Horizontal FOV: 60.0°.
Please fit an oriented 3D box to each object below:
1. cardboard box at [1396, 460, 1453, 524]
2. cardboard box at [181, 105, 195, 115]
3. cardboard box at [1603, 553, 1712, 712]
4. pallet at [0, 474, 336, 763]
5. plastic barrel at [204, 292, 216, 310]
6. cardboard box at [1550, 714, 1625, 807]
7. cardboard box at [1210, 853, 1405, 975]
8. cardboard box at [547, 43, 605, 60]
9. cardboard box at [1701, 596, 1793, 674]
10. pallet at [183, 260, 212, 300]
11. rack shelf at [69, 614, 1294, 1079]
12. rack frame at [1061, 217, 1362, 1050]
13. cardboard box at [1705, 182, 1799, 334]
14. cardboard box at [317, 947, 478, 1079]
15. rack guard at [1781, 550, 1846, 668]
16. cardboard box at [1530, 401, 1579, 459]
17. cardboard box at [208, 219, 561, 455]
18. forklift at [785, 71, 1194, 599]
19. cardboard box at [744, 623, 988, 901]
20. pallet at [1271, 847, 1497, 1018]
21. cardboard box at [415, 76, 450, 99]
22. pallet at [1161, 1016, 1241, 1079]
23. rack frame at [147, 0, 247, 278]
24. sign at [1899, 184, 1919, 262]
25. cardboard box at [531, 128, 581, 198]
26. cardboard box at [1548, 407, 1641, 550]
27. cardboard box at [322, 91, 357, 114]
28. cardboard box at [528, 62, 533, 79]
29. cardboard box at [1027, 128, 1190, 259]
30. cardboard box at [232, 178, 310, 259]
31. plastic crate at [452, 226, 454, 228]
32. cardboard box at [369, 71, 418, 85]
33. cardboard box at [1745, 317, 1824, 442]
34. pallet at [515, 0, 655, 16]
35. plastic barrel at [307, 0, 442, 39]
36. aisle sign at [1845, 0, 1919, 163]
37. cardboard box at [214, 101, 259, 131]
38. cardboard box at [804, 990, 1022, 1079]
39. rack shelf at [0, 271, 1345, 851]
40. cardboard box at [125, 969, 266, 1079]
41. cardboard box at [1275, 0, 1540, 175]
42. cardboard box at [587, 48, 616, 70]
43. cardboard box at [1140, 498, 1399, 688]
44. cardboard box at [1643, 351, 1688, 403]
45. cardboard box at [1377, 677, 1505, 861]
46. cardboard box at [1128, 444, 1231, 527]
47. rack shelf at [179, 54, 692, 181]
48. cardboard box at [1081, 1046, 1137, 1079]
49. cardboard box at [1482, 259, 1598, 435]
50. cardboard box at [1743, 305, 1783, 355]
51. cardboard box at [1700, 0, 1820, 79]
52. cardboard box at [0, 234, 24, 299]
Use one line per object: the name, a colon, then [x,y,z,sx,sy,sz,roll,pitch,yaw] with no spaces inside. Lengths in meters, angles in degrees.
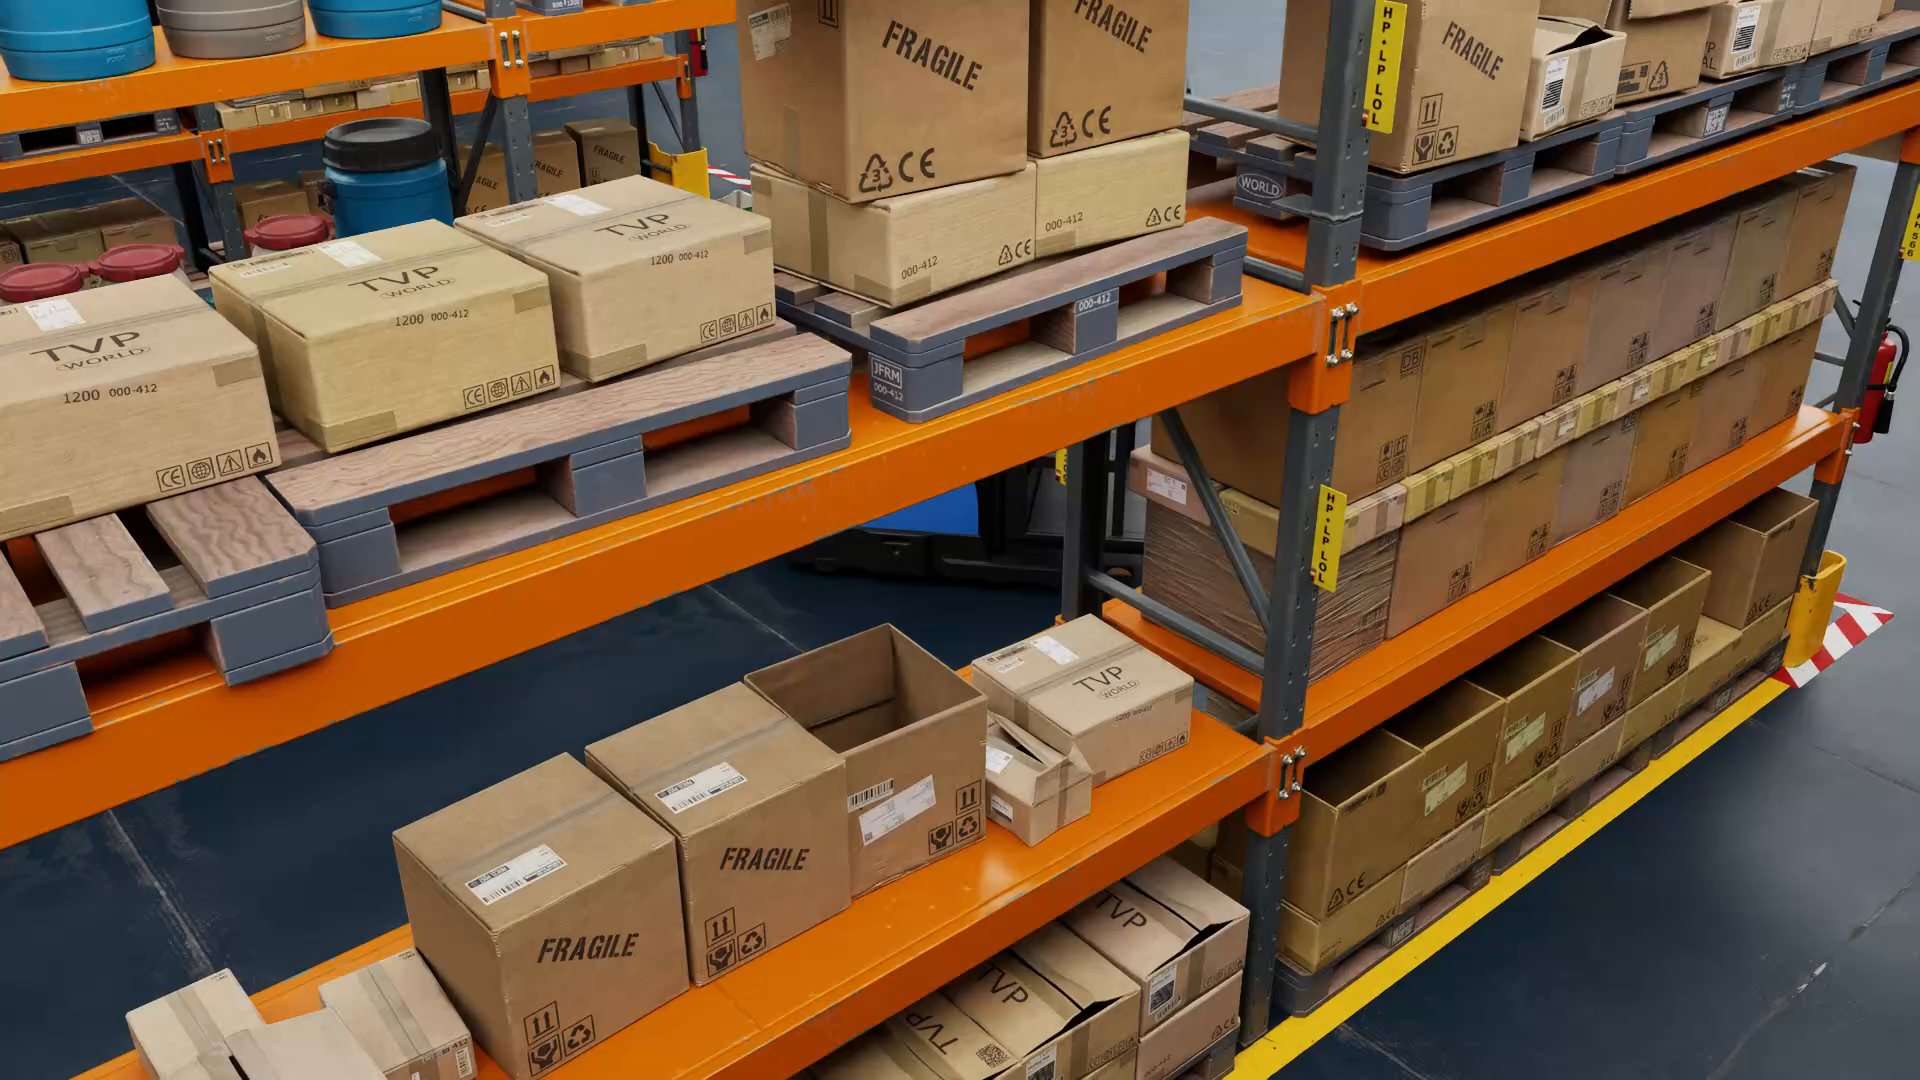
cardboard box: [1.445,-0.219,5.682,0.250,0.149,0.380,-23,36,-36]
cardboard box: [-5.726,-3.333,12.570,0.250,0.149,0.380,-22,35,-35]
cardboard box: [2.805,0.336,7.115,0.500,0.500,0.500,-22,35,-35]
pallet: [-1.856,0.025,3.038,1.003,0.211,1.213,-20,34,-33]
plastic barrel: [-3.590,-1.086,8.245,0.301,0.262,0.301,0,28,0]
cardboard box: [2.422,0.818,7.009,0.500,0.250,0.500,-22,35,-35]
cardboard box: [1.278,1.275,6.153,0.500,0.250,0.500,-22,35,-35]
cardboard box: [-3.394,-4.317,13.724,0.500,0.500,0.875,-22,35,-35]
cardboard box: [3.555,0.355,7.876,0.500,0.250,0.500,-22,35,-35]
pallet: [-6.290,-1.804,12.401,1.213,0.211,1.003,-22,35,-35]
rack shelf: [-0.793,1.210,4.567,4.000,0.370,1.077,-22,35,-35]
rack frame: [0.728,0.281,5.542,0.127,3.000,1.000,-22,35,-35]
cardboard box: [2.971,-1.242,6.909,0.500,0.500,0.700,-23,36,-36]
cardboard box: [-1.381,1.205,4.079,0.250,0.149,0.380,-19,34,-31]
rack guard: [3.790,0.152,8.435,0.348,0.500,1.175,-22,35,-35]
cardboard box: [2.036,-0.458,6.130,0.250,0.149,0.380,-23,36,-36]
cardboard box: [-1.176,-0.434,3.411,0.500,0.250,0.500,-23,36,-36]
forklift: [0.619,-1.248,8.476,3.031,2.935,1.130,4,28,8]
cardboard box: [-0.267,0.627,4.788,0.500,0.500,0.500,-19,34,-31]
pallet: [1.361,1.282,6.626,1.213,0.211,1.003,-22,35,-35]
cardboard box: [-4.207,-3.583,13.039,0.250,0.149,0.380,-22,35,-35]
pallet: [0.193,1.750,5.751,1.213,0.211,1.003,-22,35,-35]
rack frame: [-5.698,-3.272,12.191,0.127,3.000,1.000,-22,35,-35]
sign: [4.113,-1.359,7.131,0.005,0.325,0.100,-22,35,-35]
cardboard box: [-3.574,-3.199,14.259,0.500,0.500,0.500,-13,31,-22]
cardboard box: [2.232,-0.374,6.661,0.500,0.500,0.700,-21,34,-33]
cardboard box: [-4.785,-3.358,12.617,0.250,0.149,0.380,-22,35,-35]
cardboard box: [-3.678,-3.836,13.511,0.250,0.149,0.380,-22,35,-35]
cardboard box: [0.254,-0.976,4.425,0.500,0.250,0.500,-18,33,-30]
cardboard box: [-5.368,-2.463,12.883,0.500,0.500,0.500,-23,36,-36]
plastic crate: [-2.653,-1.267,8.370,0.583,0.464,0.402,-22,35,-35]
cardboard box: [-4.598,-3.893,12.930,0.500,0.500,0.875,-22,35,-35]
cardboard box: [3.408,-0.849,7.550,0.500,0.500,0.700,-22,35,-35]
pallet: [-1.998,-2.992,8.684,1.003,0.211,1.213,-22,35,-35]
plastic barrel: [-2.730,-2.807,7.606,0.708,0.901,0.600,-22,35,-35]
aisle sign: [4.012,-2.004,7.060,0.004,0.787,0.394,-22,35,-35]
cardboard box: [-5.340,-3.119,12.171,0.250,0.149,0.380,-22,35,-35]
cardboard box: [-0.166,1.601,4.949,0.500,0.311,0.500,-22,35,-35]
rack shelf: [-0.793,-0.113,3.860,4.000,0.370,1.077,-22,35,-35]
cardboard box: [-1.810,1.241,4.012,0.250,0.149,0.380,-22,35,-35]
cardboard box: [1.283,-1.393,4.791,0.500,0.500,0.500,-19,33,-31]
cardboard box: [-3.086,-4.053,13.918,0.250,0.149,0.380,-22,35,-35]
cardboard box: [1.062,0.099,5.777,0.500,0.500,0.700,-23,36,-36]
cardboard box: [2.620,-0.691,6.567,0.250,0.149,0.380,-21,34,-34]
cardboard box: [1.660,0.792,6.261,0.500,0.500,0.500,-22,35,-35]
cardboard box: [0.796,-0.209,5.665,0.250,0.149,0.380,-22,35,-35]
rack shelf: [-4.177,-3.567,13.505,4.000,0.370,1.077,-22,35,-35]
cardboard box: [0.215,1.693,5.371,0.500,0.250,0.500,-23,35,-36]
cardboard box: [1.827,-0.781,6.047,0.500,0.500,0.700,-22,35,-35]
cardboard box: [3.212,-0.929,7.011,0.250,0.149,0.380,-22,35,-36]
cardboard box: [2.644,-1.856,5.859,0.500,0.311,0.500,-17,33,-29]
cardboard box: [-6.980,-1.873,11.758,0.700,0.500,0.500,25,37,38]
